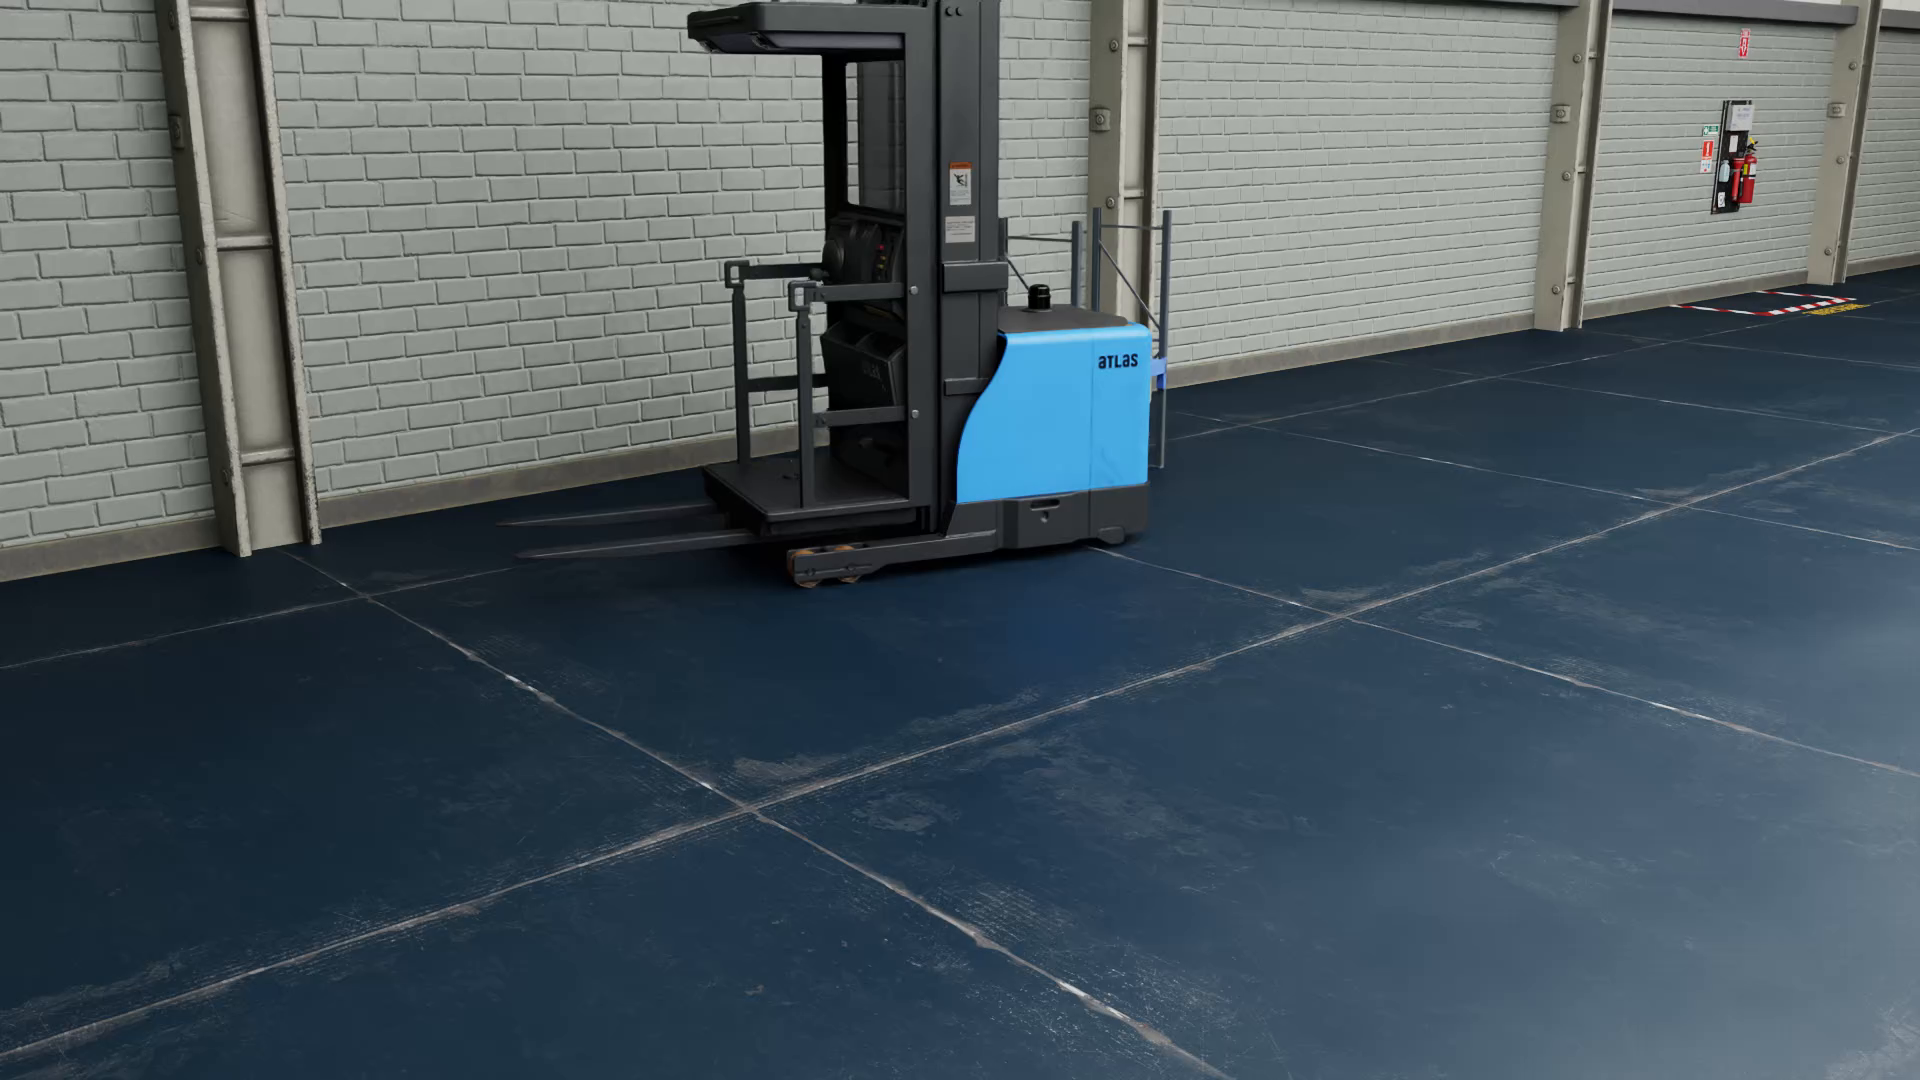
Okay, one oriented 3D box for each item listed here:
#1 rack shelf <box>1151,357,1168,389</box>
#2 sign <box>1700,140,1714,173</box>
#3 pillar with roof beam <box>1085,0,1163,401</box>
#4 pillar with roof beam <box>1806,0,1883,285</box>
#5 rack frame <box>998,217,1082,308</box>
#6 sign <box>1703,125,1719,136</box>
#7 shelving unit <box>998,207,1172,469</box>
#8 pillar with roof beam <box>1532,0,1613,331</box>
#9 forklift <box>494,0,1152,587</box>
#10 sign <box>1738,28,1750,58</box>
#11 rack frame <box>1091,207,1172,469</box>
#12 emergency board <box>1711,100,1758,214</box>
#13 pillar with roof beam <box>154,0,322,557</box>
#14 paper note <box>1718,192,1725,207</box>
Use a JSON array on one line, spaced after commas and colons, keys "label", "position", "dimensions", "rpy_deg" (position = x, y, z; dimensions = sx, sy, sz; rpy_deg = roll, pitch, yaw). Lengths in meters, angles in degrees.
[{"label": "rack shelf", "position": [0.706, -0.903, 9.423], "dimensions": [0.538, 0.185, 1.000], "rpy_deg": [10, 18, 33]}, {"label": "sign", "position": [7.813, -4.012, 17.390], "dimensions": [0.234, 0.329, 0.001], "rpy_deg": [-13, 19, -39]}, {"label": "pillar with roof beam", "position": [3.960, -4.507, 7.687], "dimensions": [0.400, 9.000, 9.100], "rpy_deg": [-13, 19, -39]}, {"label": "pillar with roof beam", "position": [13.013, -6.540, 15.298], "dimensions": [0.400, 9.000, 9.100], "rpy_deg": [-13, 19, -39]}, {"label": "rack frame", "position": [0.421, -0.969, 8.970], "dimensions": [0.500, 1.500, 0.032], "rpy_deg": [10, 18, 33]}, {"label": "sign", "position": [7.822, -4.268, 17.318], "dimensions": [0.331, 0.109, 0.001], "rpy_deg": [-13, 19, -39]}, {"label": "shelving unit", "position": [0.706, -1.077, 9.377], "dimensions": [0.538, 1.500, 1.048], "rpy_deg": [10, 18, 33]}, {"label": "pillar with roof beam", "position": [8.486, -5.524, 11.492], "dimensions": [0.400, 9.000, 9.100], "rpy_deg": [-13, 19, -39]}, {"label": "forklift", "position": [-0.633, -1.358, 7.656], "dimensions": [3.031, 2.935, 1.130], "rpy_deg": [-6, 16, -23]}, {"label": "sign", "position": [8.226, -5.207, 17.438], "dimensions": [0.199, 0.298, 0.001], "rpy_deg": [-13, 19, -39]}, {"label": "rack frame", "position": [0.992, -1.186, 9.783], "dimensions": [0.500, 1.500, 0.032], "rpy_deg": [10, 18, 33]}, {"label": "emergency board", "position": [8.298, -4.069, 17.670], "dimensions": [0.643, 1.169, 0.194], "rpy_deg": [-13, 19, -39]}, {"label": "pillar with roof beam", "position": [-0.566, -3.491, 3.882], "dimensions": [0.400, 9.000, 9.100], "rpy_deg": [-13, 19, -39]}, {"label": "paper note", "position": [8.119, -3.627, 17.722], "dimensions": [0.142, 0.148, 0.016], "rpy_deg": [-13, 19, -39]}]
